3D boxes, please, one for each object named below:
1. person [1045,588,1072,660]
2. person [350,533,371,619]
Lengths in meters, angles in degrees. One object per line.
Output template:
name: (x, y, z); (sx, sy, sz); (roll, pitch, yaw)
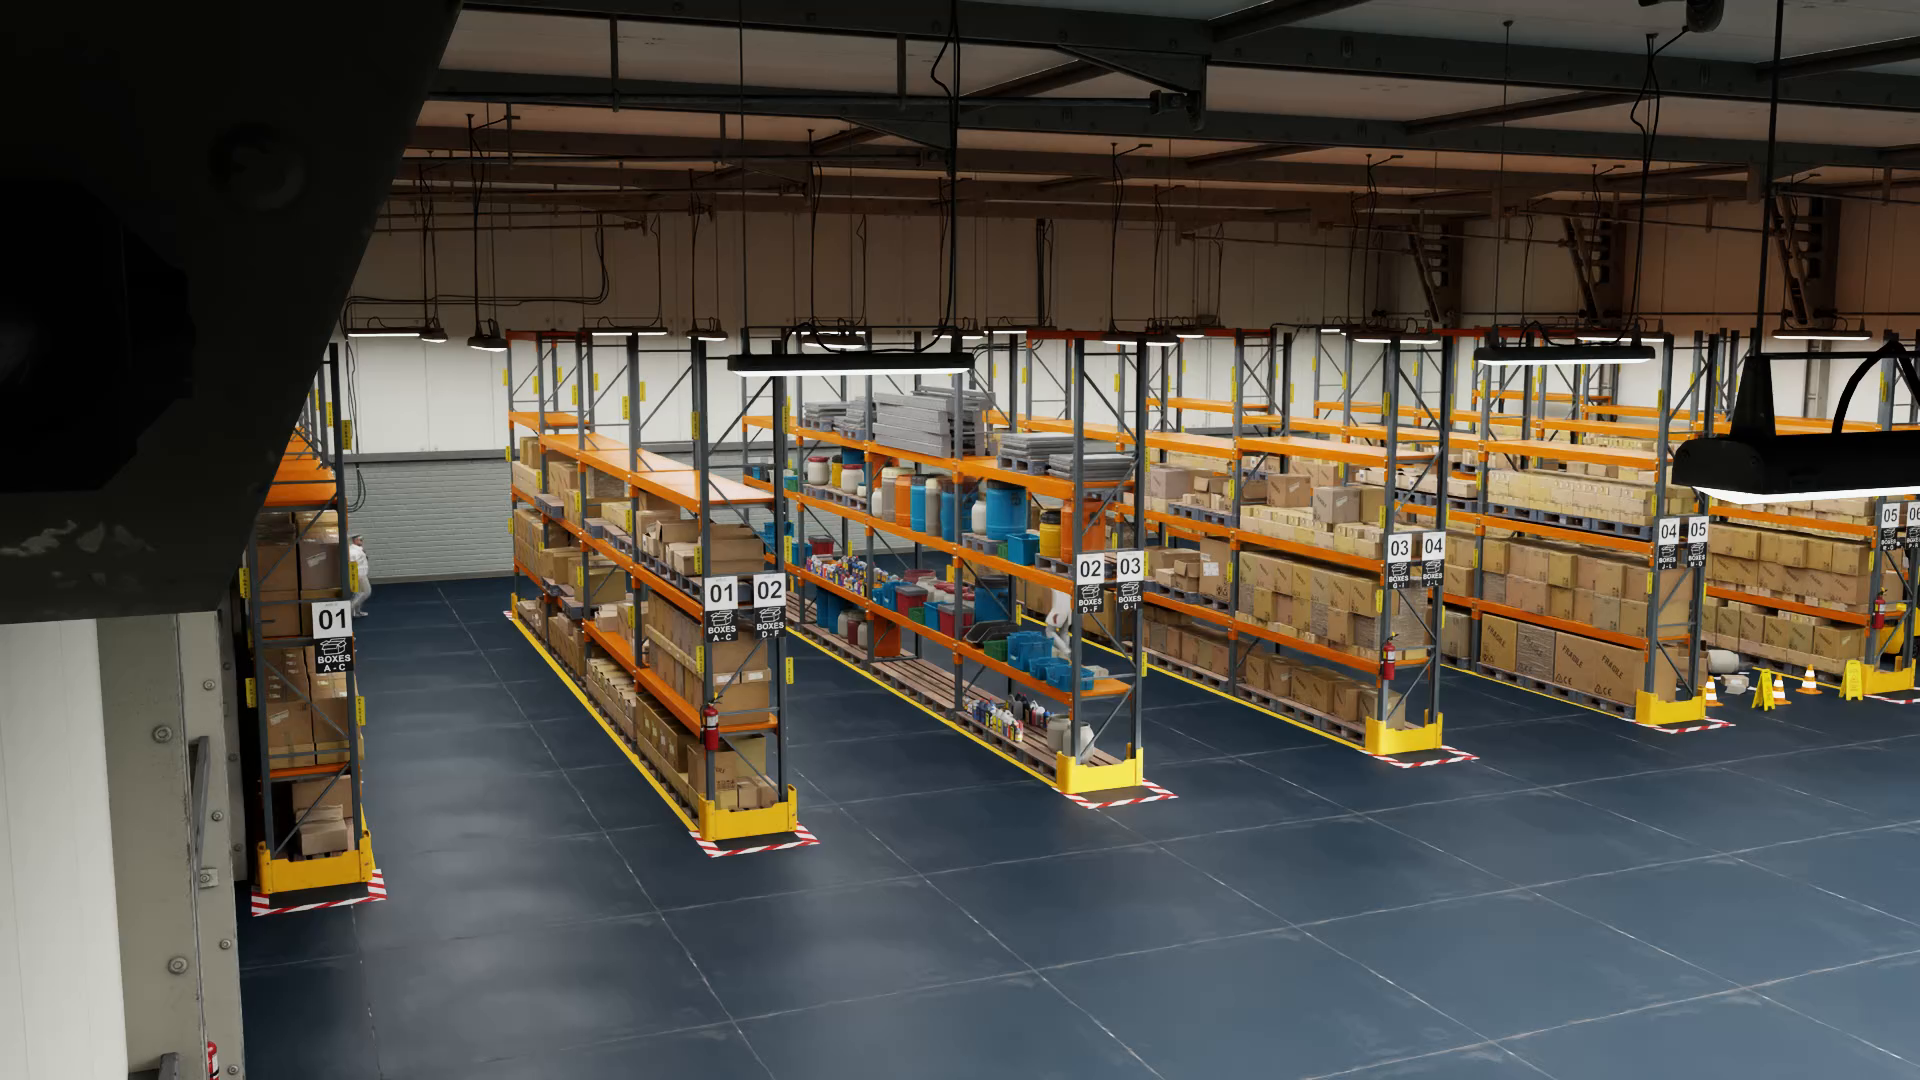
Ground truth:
person: (1.867, 1.430, 30.311); (0.532, 1.581, 0.638); (5, 9, 34)
person: (-12.569, 0.732, 34.690); (0.499, 1.765, 0.562); (-5, 9, -30)
